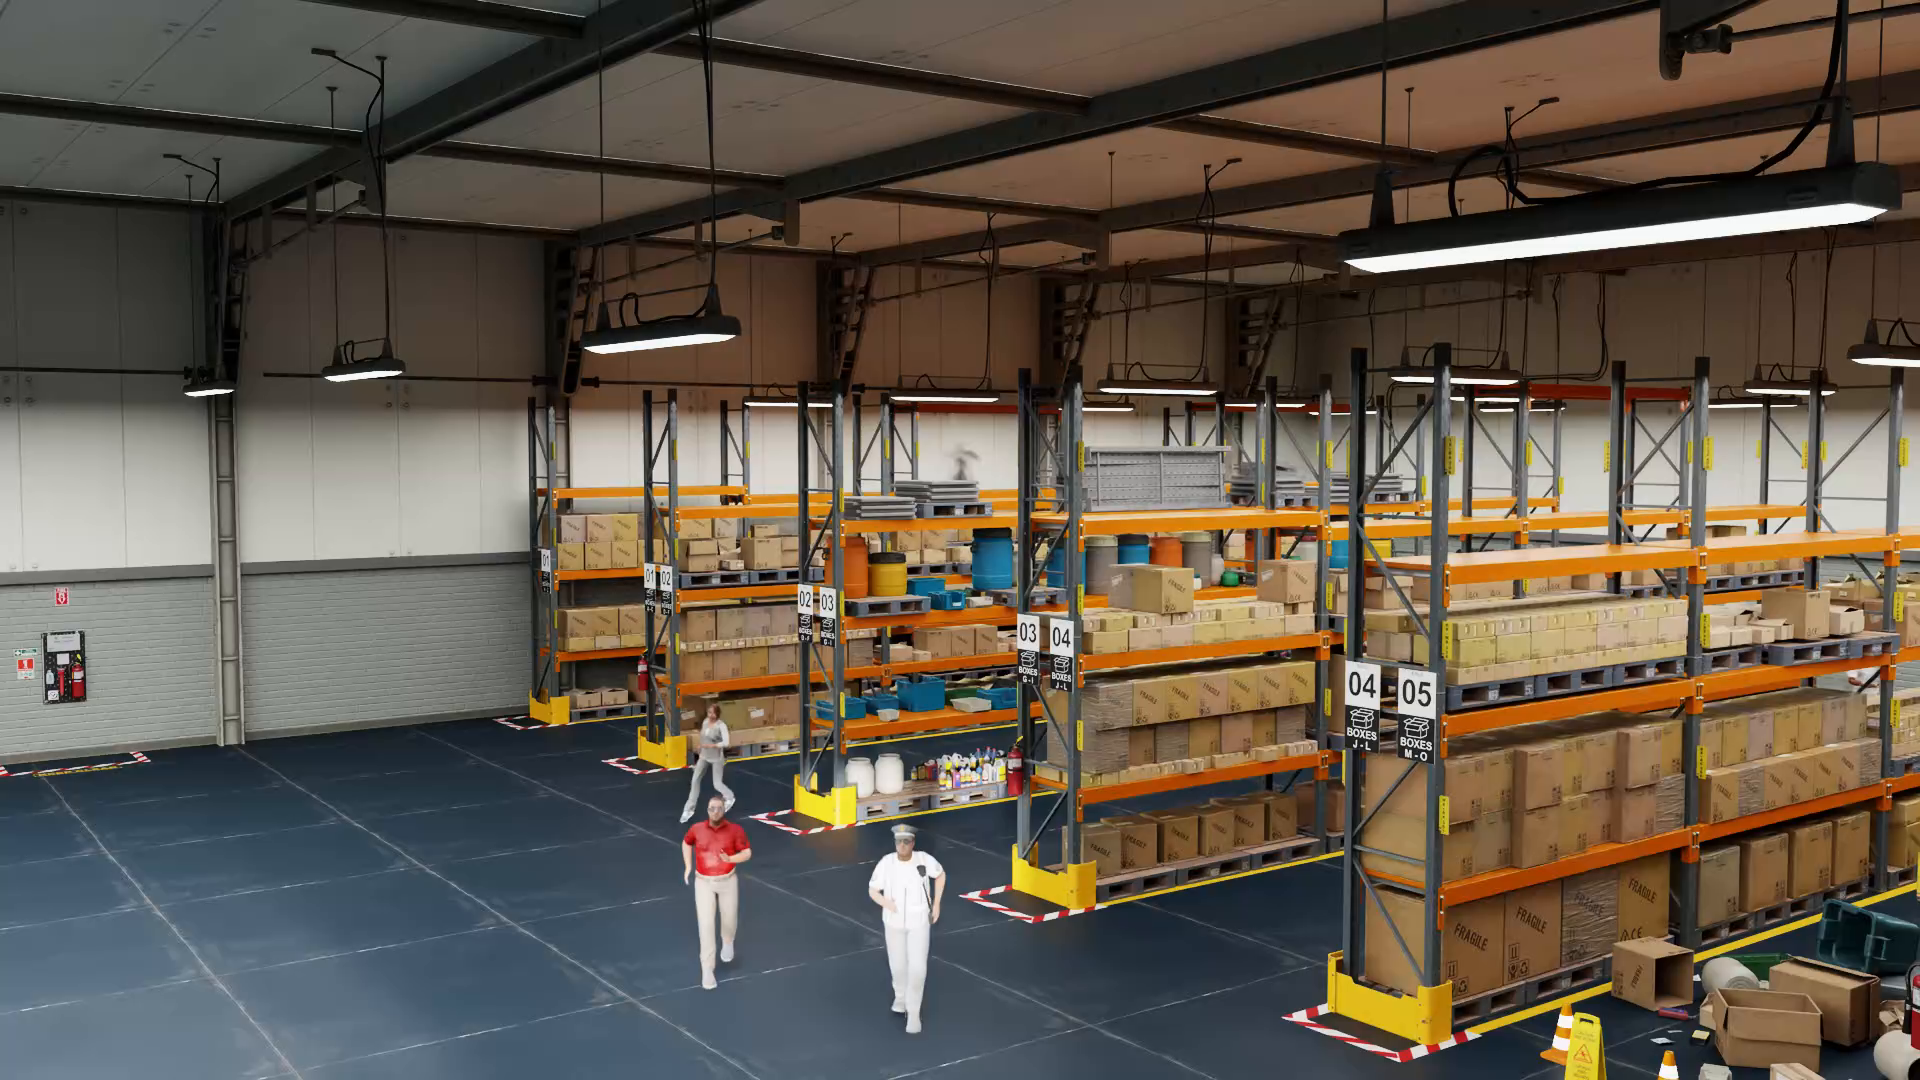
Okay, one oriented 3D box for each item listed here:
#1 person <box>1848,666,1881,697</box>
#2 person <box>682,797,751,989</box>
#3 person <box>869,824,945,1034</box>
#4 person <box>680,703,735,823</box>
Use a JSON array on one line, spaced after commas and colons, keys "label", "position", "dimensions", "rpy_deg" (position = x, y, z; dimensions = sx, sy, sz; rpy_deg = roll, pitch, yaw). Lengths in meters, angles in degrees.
[{"label": "person", "position": [15.265, 2.629, 27.996], "dimensions": [0.704, 1.784, 0.930], "rpy_deg": [-1, 4, -17]}, {"label": "person", "position": [-2.346, 3.371, 16.034], "dimensions": [0.663, 1.642, 0.968], "rpy_deg": [0, 3, -8]}, {"label": "person", "position": [-0.479, 3.423, 14.775], "dimensions": [0.660, 1.842, 0.754], "rpy_deg": [0, 3, 5]}, {"label": "person", "position": [-3.384, 3.022, 22.771], "dimensions": [0.548, 1.588, 0.891], "rpy_deg": [2, 4, 26]}]
